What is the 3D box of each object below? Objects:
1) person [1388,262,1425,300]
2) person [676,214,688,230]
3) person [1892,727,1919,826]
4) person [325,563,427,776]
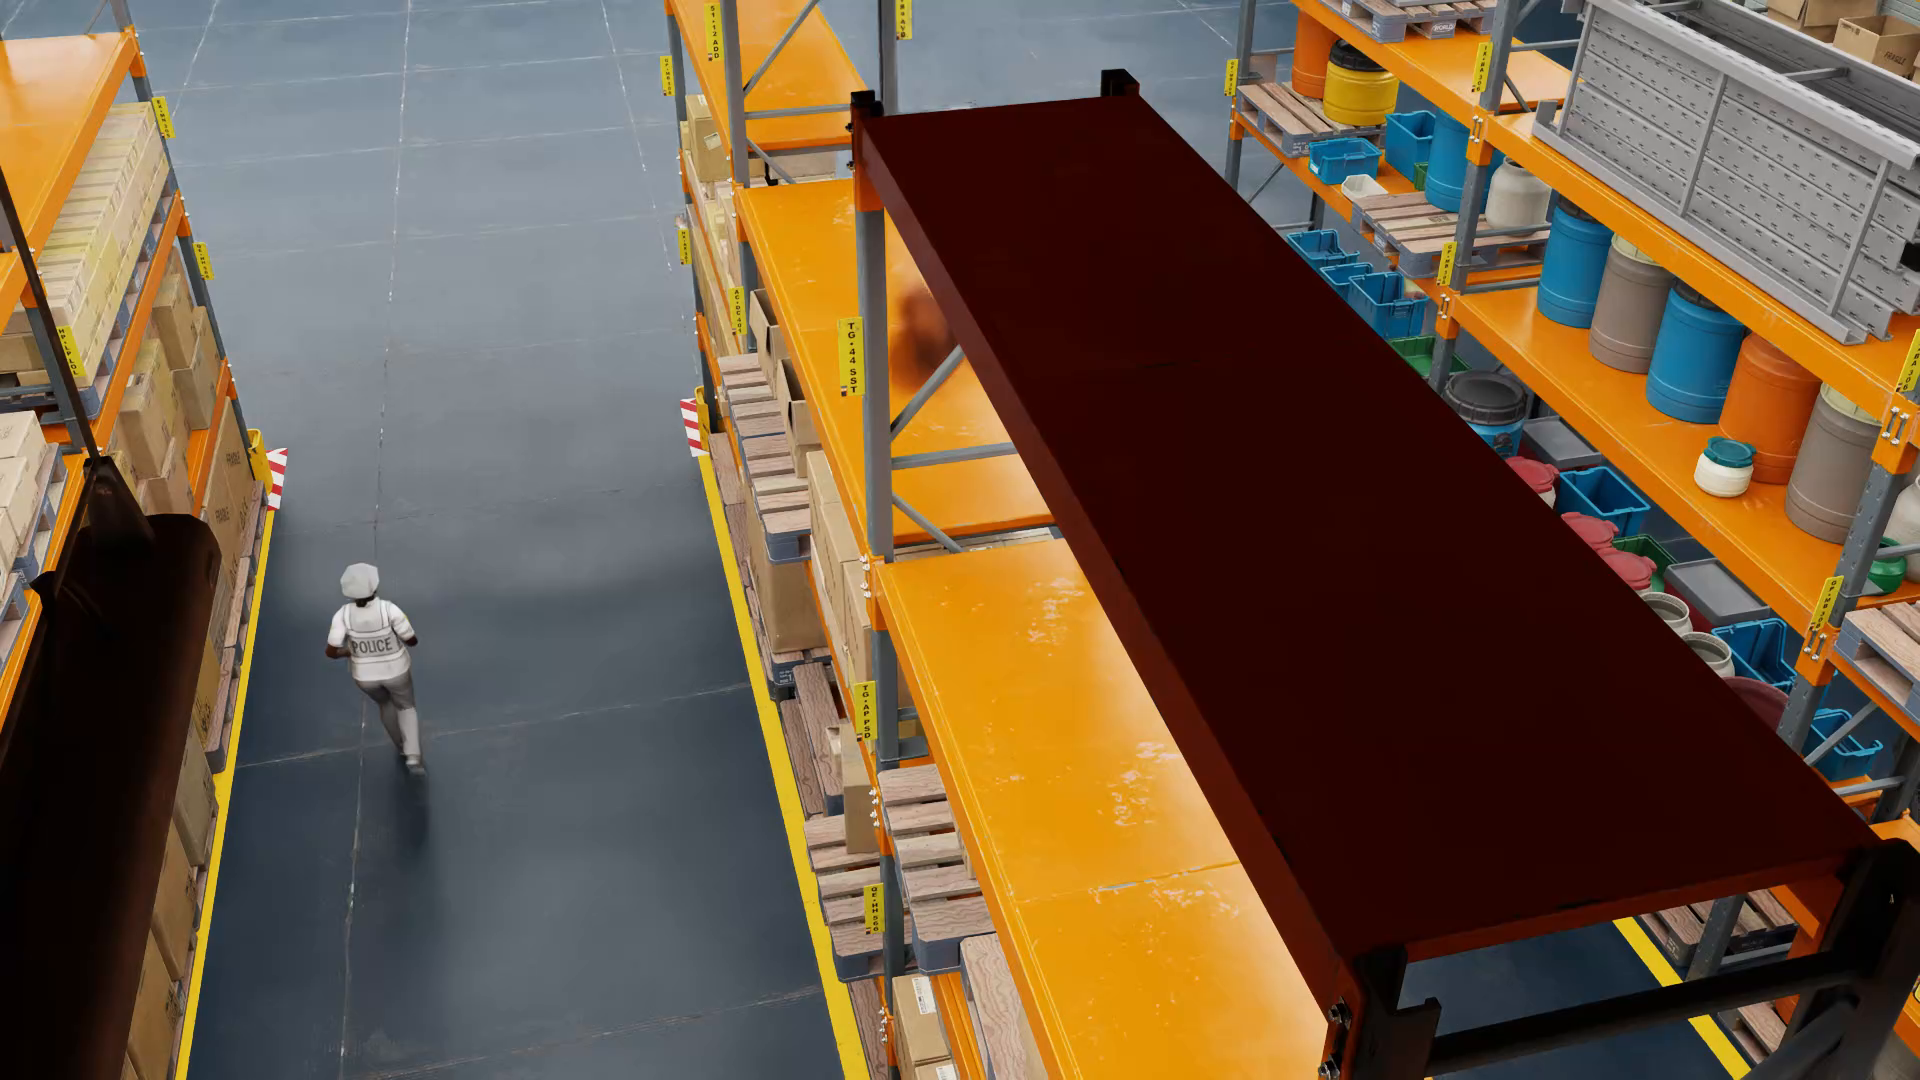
[{"bbox_3d":[4.378,-2.436,16.110,0.540,1.565,1.095,-14,37,-19],"label":"person"},{"bbox_3d":[-2.458,-2.782,16.585,0.838,1.838,0.669,17,38,23],"label":"person"},{"bbox_3d":[6.271,1.231,10.854,0.559,1.621,0.584,-7,35,-10],"label":"person"},{"bbox_3d":[-3.934,0.925,11.287,0.586,1.697,0.769,-6,35,-9],"label":"person"}]
